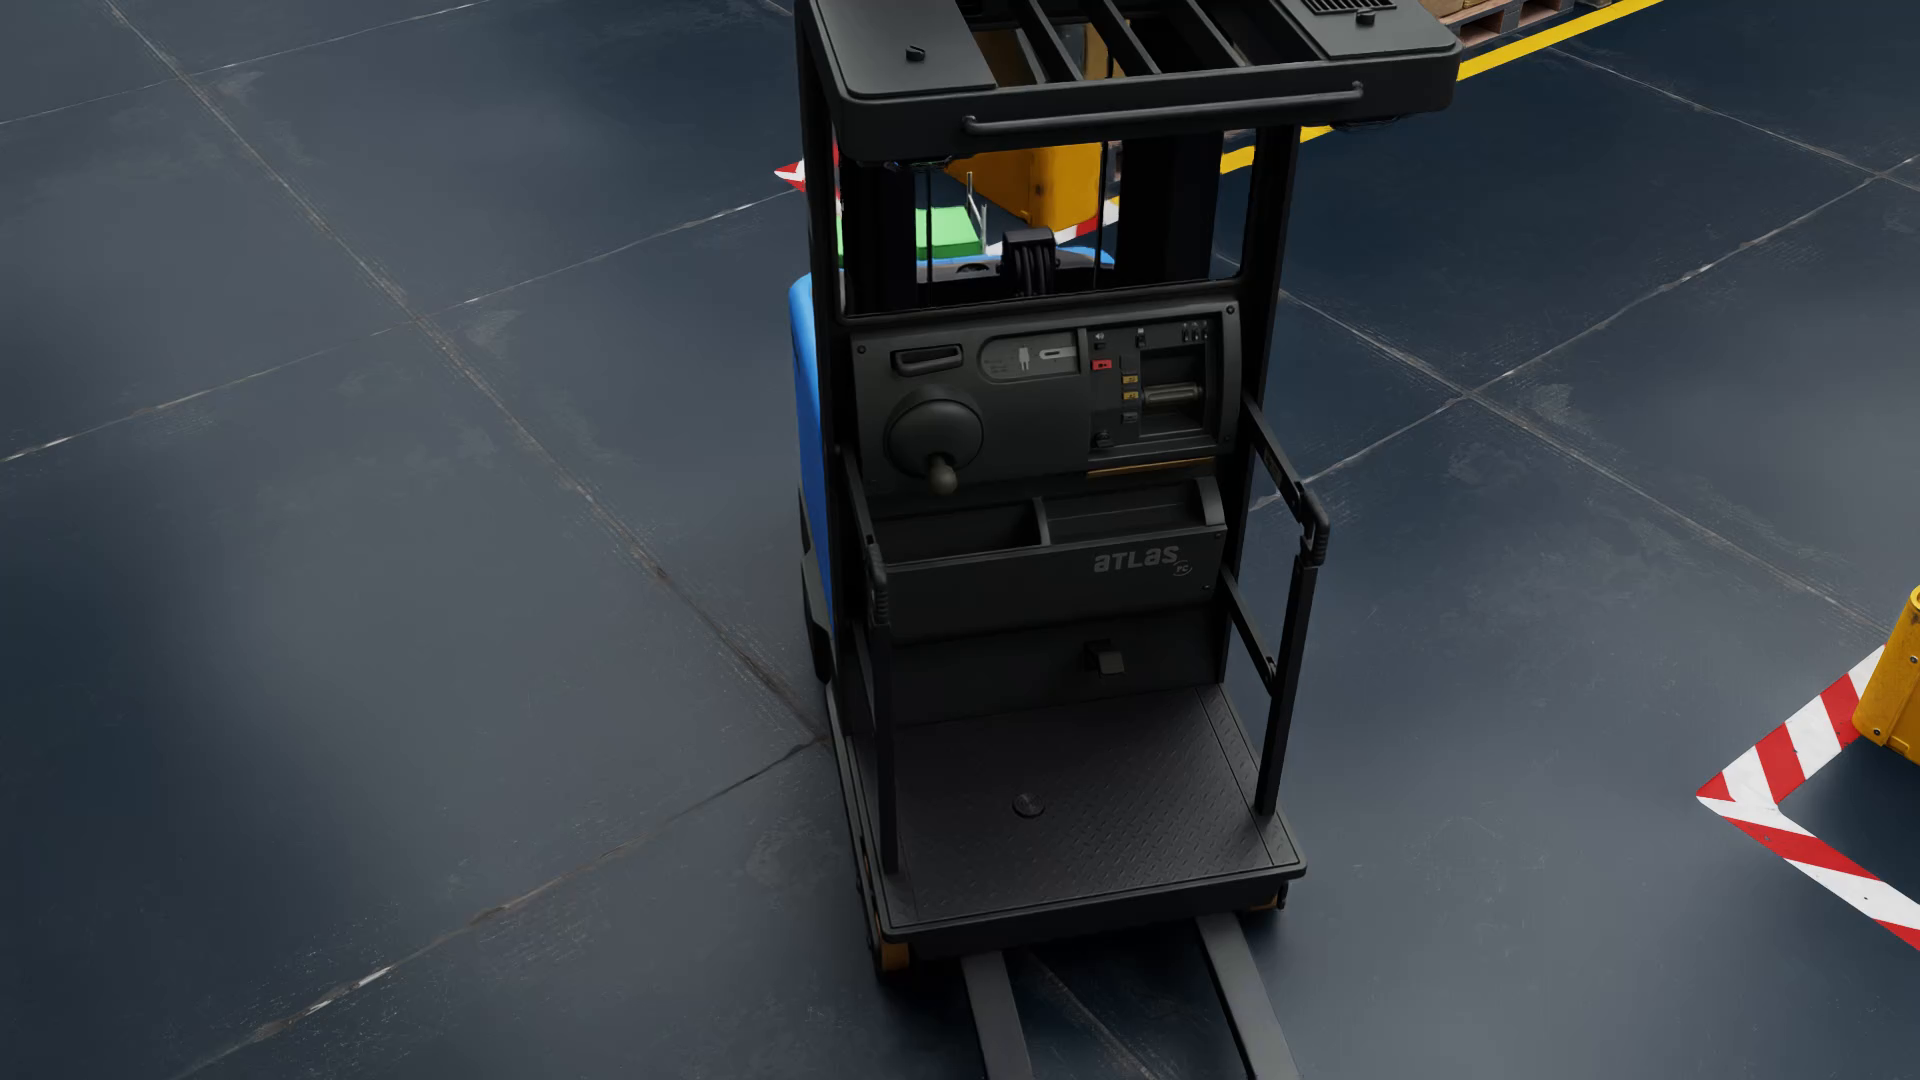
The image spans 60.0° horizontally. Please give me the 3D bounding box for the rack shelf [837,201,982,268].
[{"bbox_3d":[-0.190,-0.931,5.283,0.480,0.148,0.258,-8,40,-9],"label":"rack shelf"}]

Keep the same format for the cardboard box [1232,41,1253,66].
[{"bbox_3d":[1.358,-2.861,8.217,0.875,0.875,0.875,-26,46,-28],"label":"cardboard box"}]

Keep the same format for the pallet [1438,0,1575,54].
[{"bbox_3d":[2.698,-3.094,9.356,1.213,0.211,1.003,-26,46,-28],"label":"pallet"}]

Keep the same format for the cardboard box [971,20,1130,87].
[{"bbox_3d":[0.636,-2.510,7.788,0.875,0.875,0.875,-26,46,-28],"label":"cardboard box"}]

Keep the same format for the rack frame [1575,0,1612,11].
[{"bbox_3d":[3.349,-4.427,8.782,0.127,3.000,1.000,-26,46,-28],"label":"rack frame"}]

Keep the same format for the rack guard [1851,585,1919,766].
[{"bbox_3d":[3.184,0.592,4.634,0.348,0.500,1.175,-26,46,-28],"label":"rack guard"}]

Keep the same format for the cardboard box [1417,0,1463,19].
[{"bbox_3d":[2.063,-3.205,8.636,0.875,0.875,0.875,-26,46,-28],"label":"cardboard box"}]

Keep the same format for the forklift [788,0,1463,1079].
[{"bbox_3d":[0.256,-0.262,3.758,1.130,2.935,3.031,-7,40,-9],"label":"forklift"}]

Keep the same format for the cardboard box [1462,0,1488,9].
[{"bbox_3d":[2.777,-3.553,9.060,0.875,0.875,0.875,-26,46,-28],"label":"cardboard box"}]

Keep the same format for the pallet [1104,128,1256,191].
[{"bbox_3d":[0.764,-2.151,8.206,1.213,0.211,1.003,-26,46,-28],"label":"pallet"}]

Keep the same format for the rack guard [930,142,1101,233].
[{"bbox_3d":[0.158,-1.905,7.679,0.348,0.500,1.175,-26,46,-28],"label":"rack guard"}]

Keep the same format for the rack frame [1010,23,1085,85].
[{"bbox_3d":[0.177,-2.881,6.897,0.127,3.000,1.000,-26,46,-28],"label":"rack frame"}]

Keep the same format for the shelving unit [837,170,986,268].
[{"bbox_3d":[-0.190,-0.609,5.547,0.503,1.200,0.258,-8,40,-9],"label":"shelving unit"}]

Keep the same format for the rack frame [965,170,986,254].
[{"bbox_3d":[0.049,-0.641,5.585,0.015,1.200,0.240,-8,40,-9],"label":"rack frame"}]
